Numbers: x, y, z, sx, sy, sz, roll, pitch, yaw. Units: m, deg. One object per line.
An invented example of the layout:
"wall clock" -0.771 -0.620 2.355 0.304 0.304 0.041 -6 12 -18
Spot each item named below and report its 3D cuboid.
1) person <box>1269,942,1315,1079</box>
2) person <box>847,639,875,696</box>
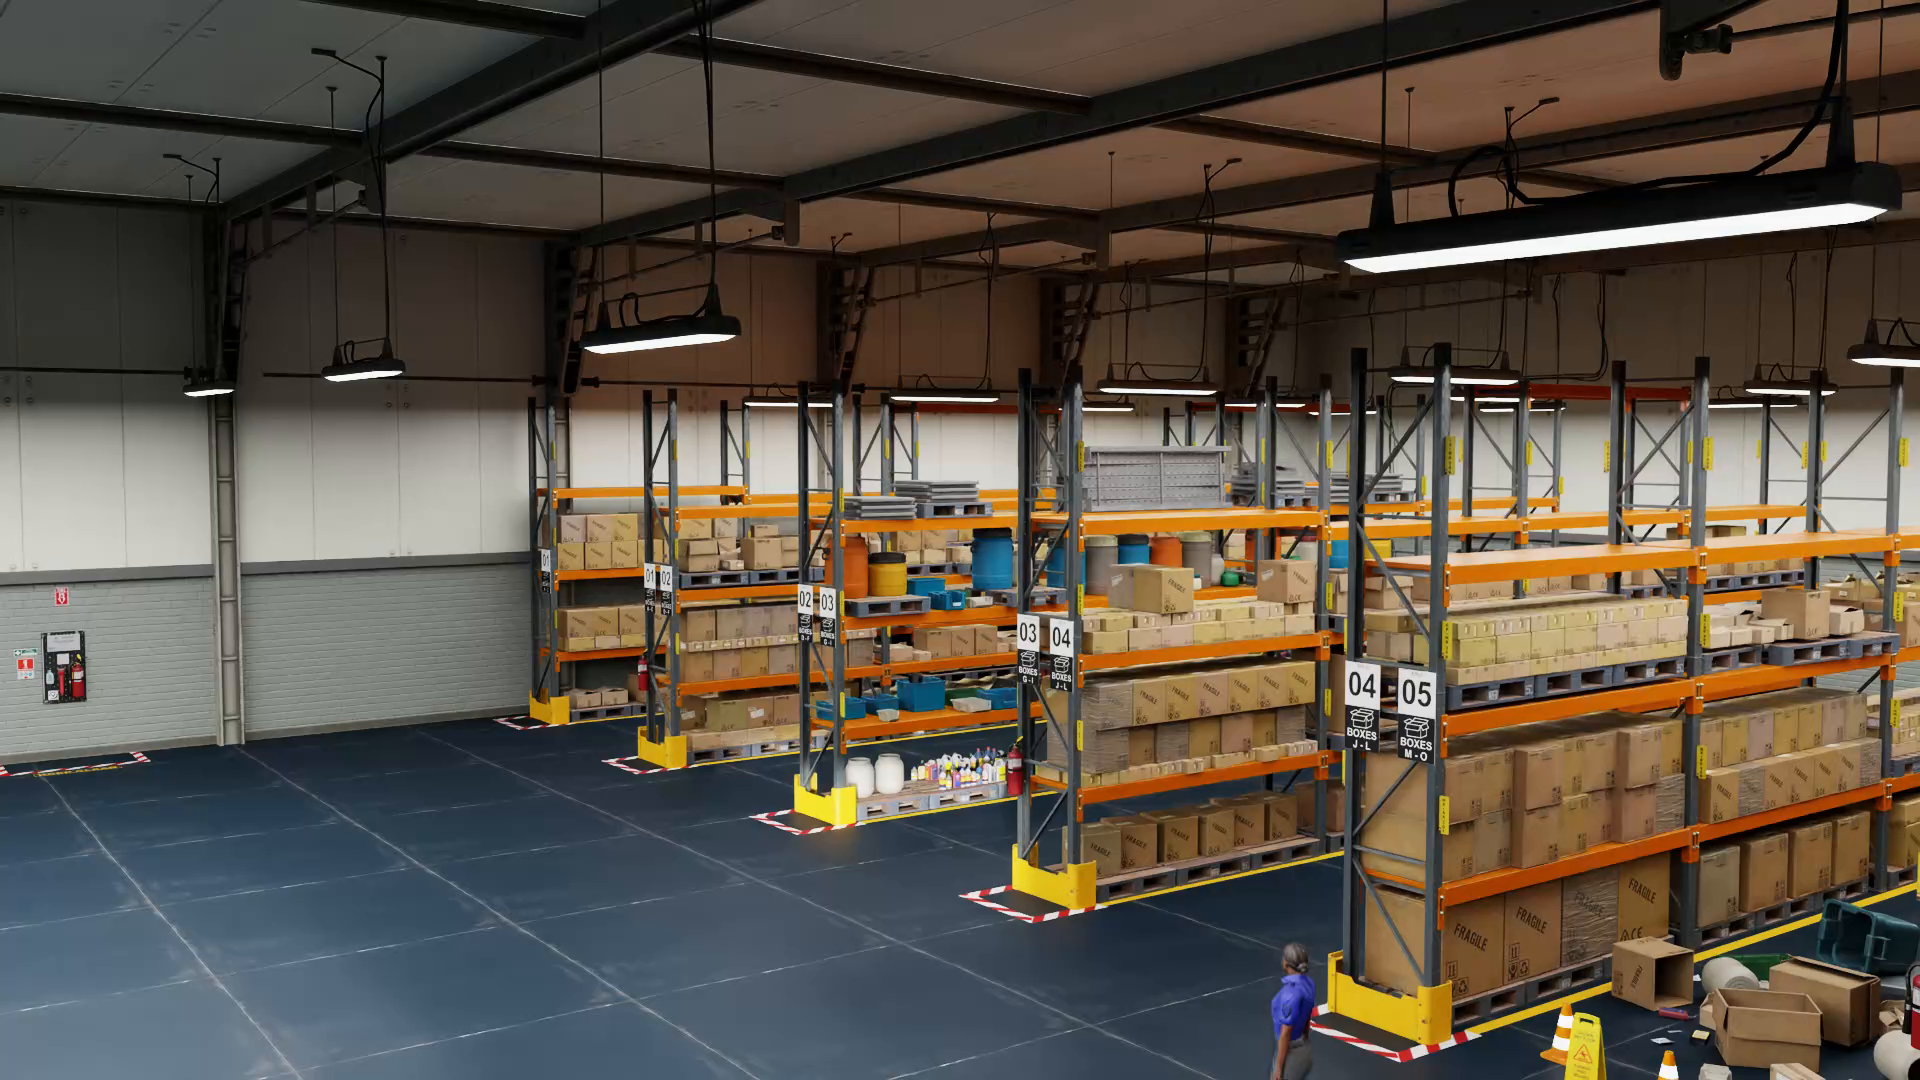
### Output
"person" 2.340 3.634 11.645 0.504 1.653 0.433 0 3 6
"person" -1.855 2.431 31.156 0.360 1.794 0.683 3 5 44
